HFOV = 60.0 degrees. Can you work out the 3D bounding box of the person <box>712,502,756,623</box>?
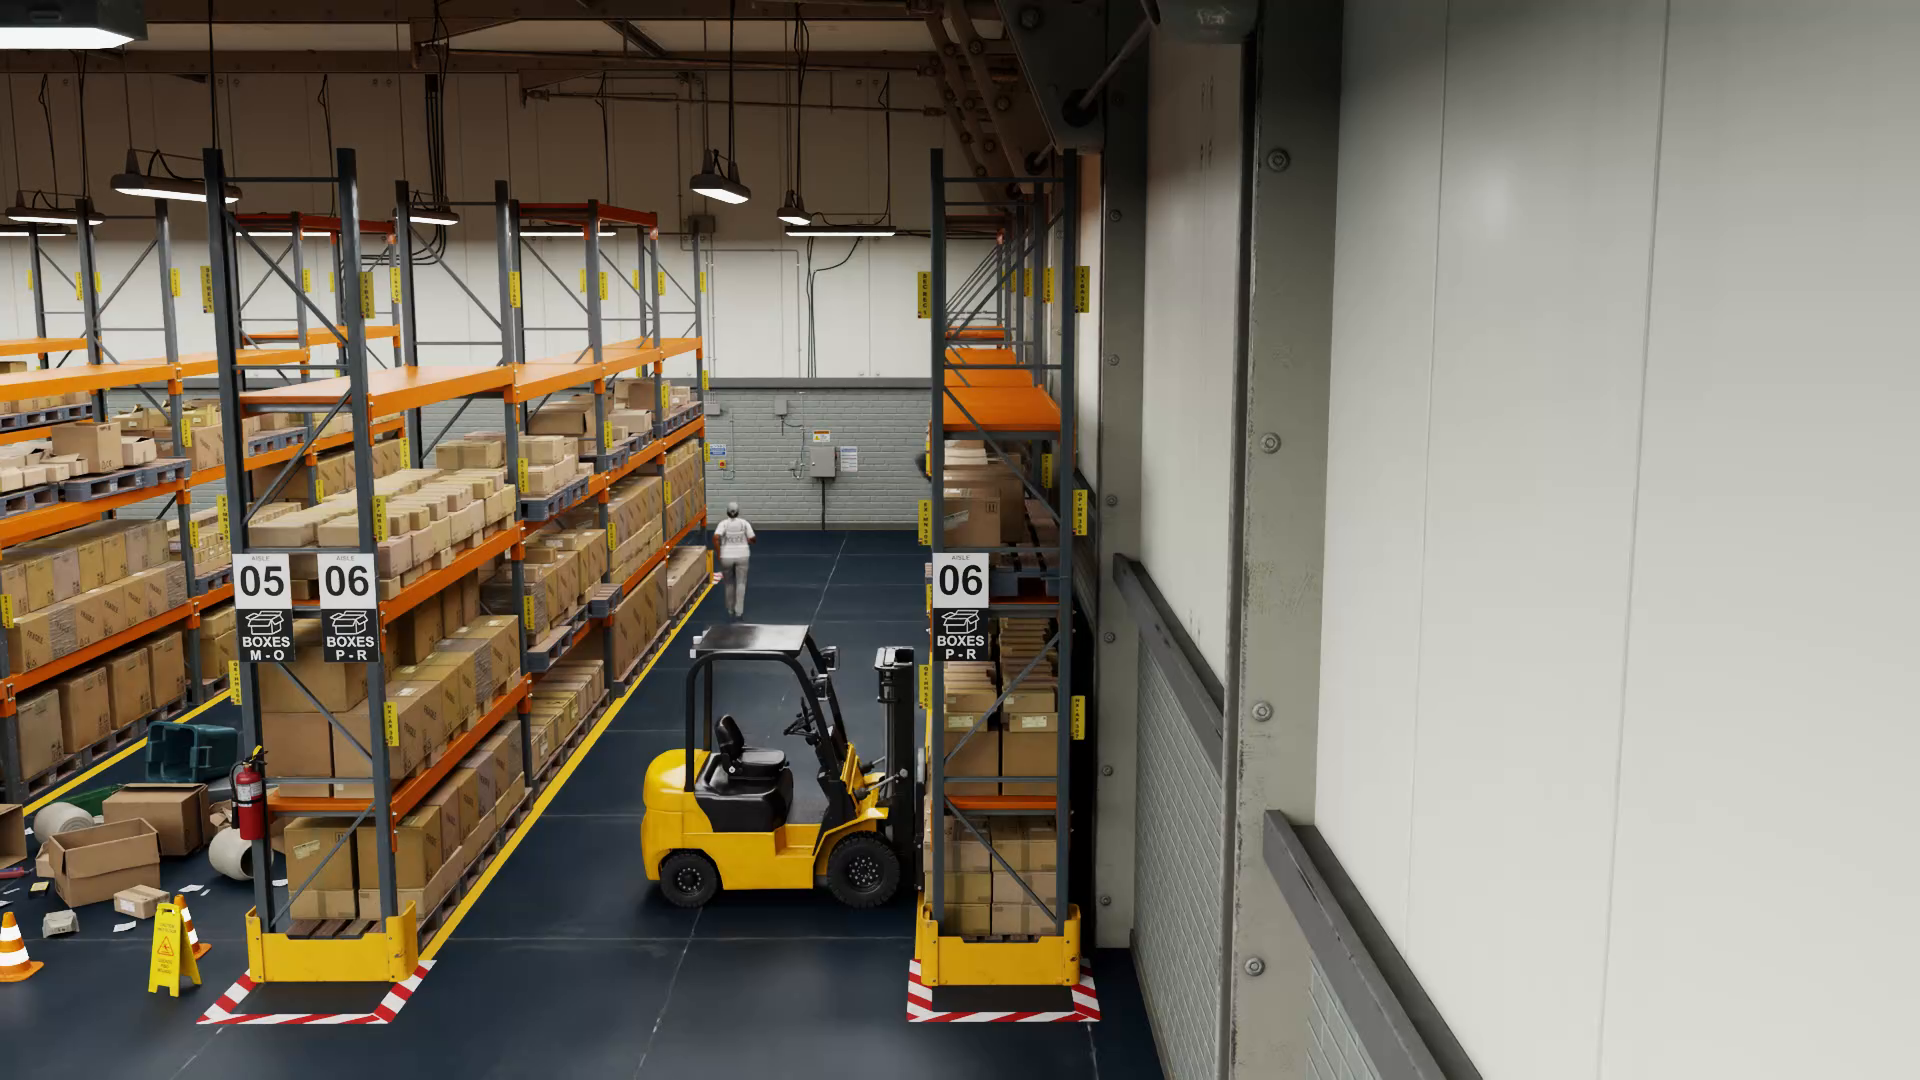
[{"bbox_3d":[-3.166,0.315,23.426,0.596,1.706,0.802,-1,9,-4],"label":"person"}]
